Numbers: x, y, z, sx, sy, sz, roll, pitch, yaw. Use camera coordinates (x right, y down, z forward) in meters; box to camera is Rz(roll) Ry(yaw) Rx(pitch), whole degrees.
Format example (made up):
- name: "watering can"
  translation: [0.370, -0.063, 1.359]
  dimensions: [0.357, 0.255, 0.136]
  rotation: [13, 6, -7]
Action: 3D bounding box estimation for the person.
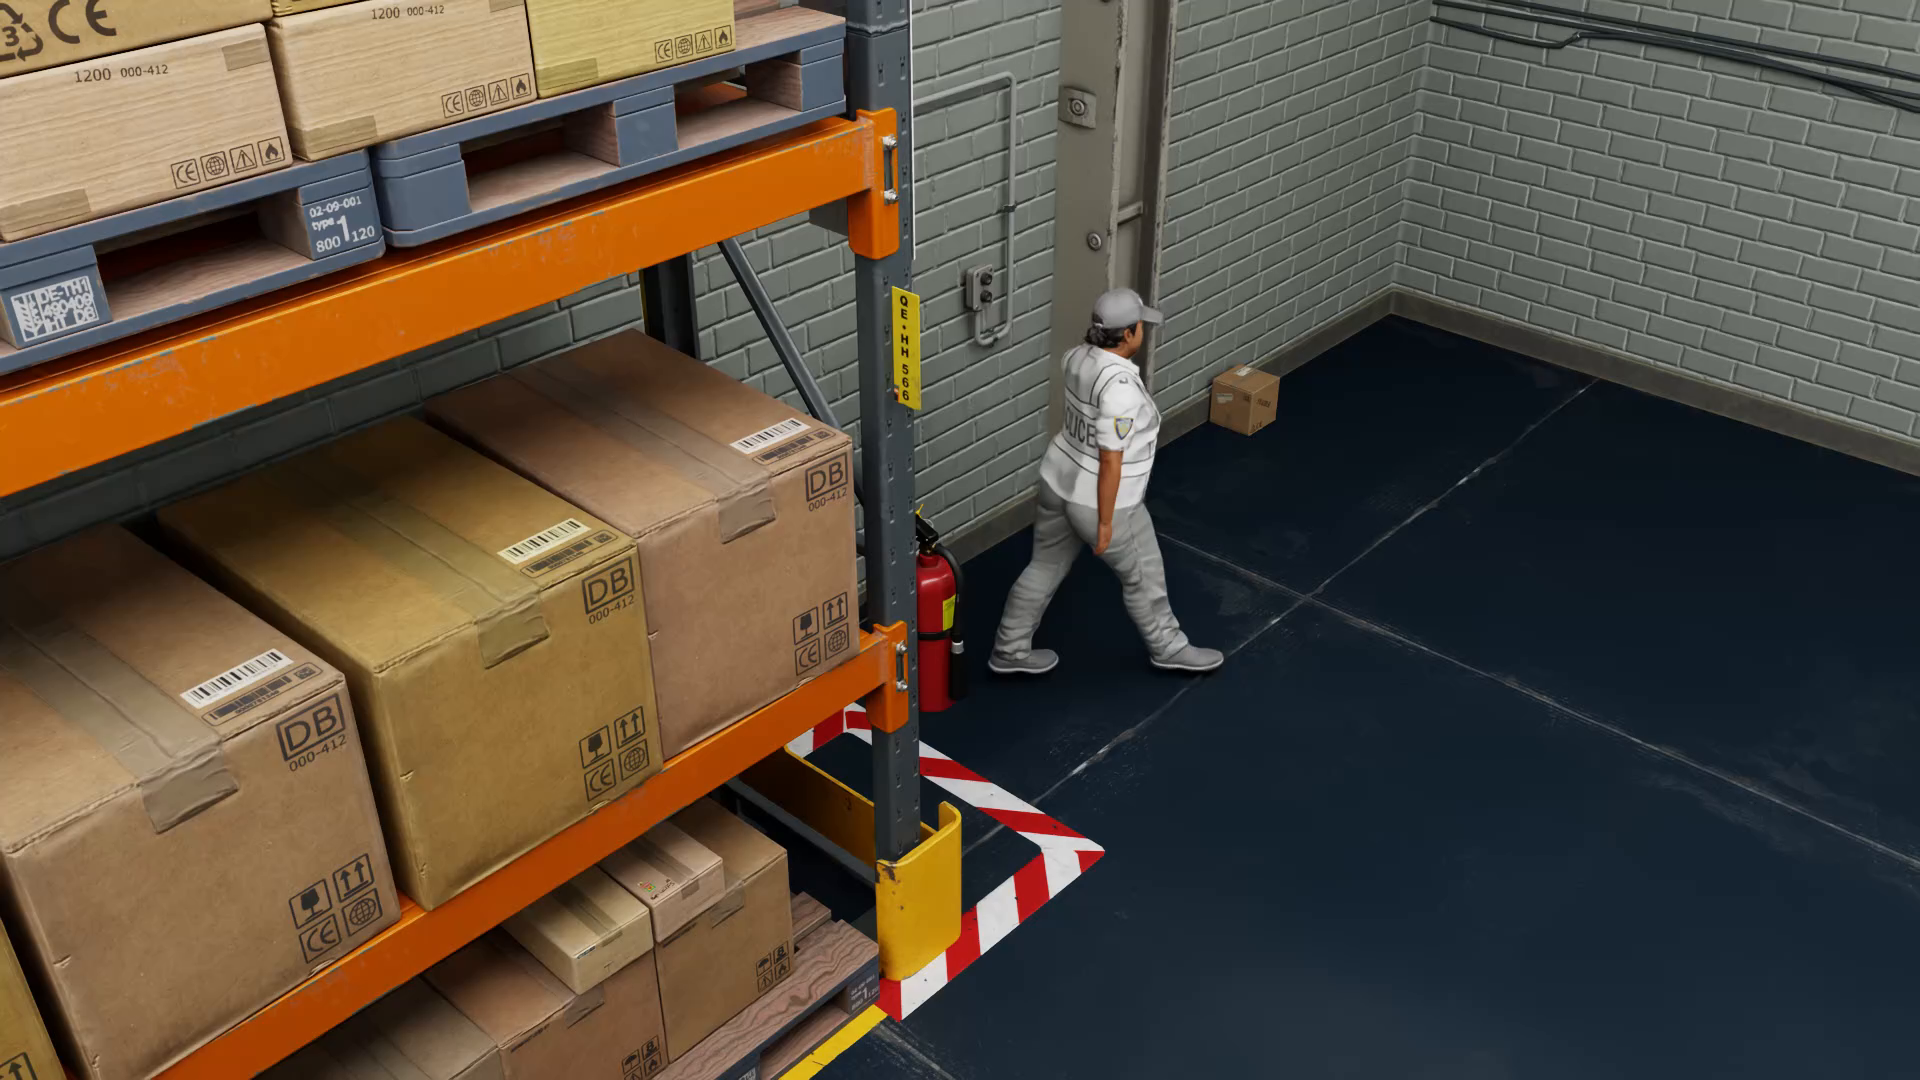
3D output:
- name: "person"
  translation: [0.572, -0.190, 6.416]
  dimensions: [0.898, 1.614, 0.548]
  rotation: [-14, 34, -22]
